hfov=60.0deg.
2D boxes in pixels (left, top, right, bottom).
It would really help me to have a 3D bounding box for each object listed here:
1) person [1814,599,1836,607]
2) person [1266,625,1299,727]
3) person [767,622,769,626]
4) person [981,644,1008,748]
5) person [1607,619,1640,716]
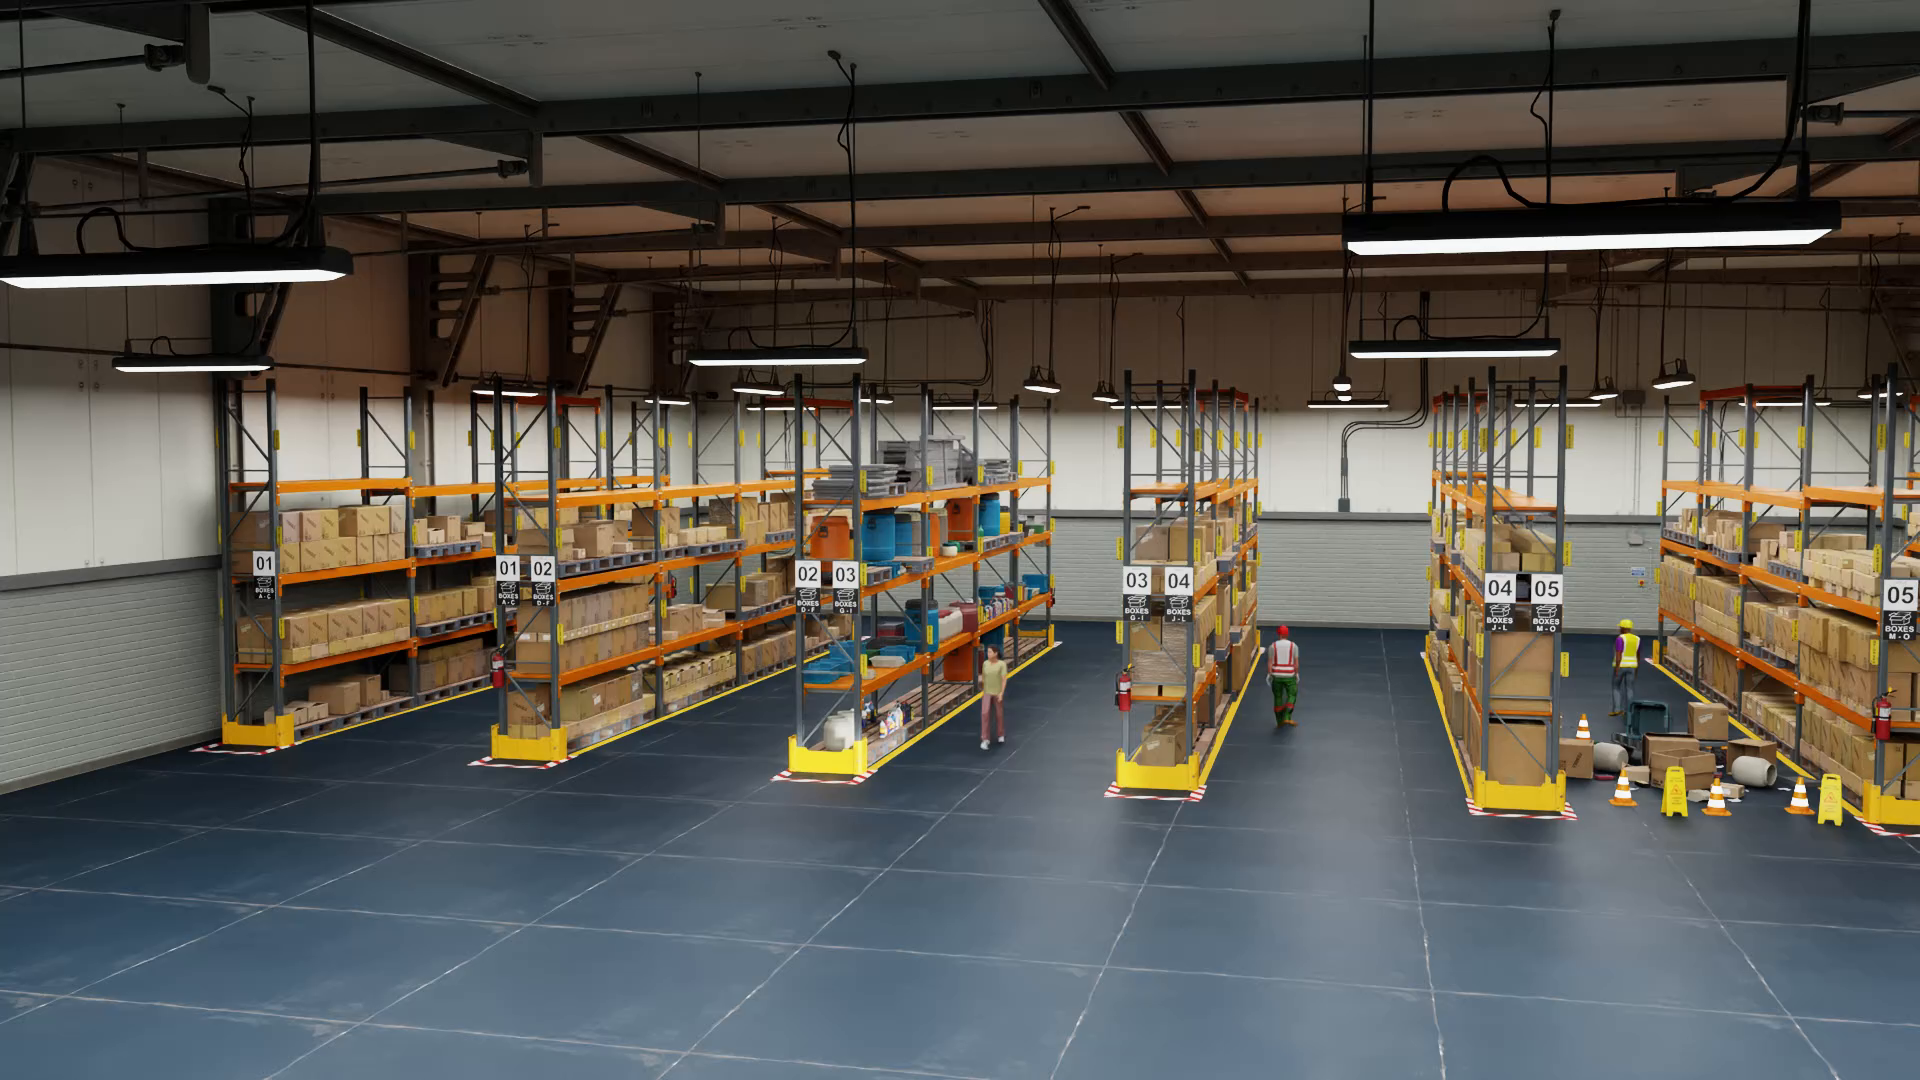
[{"bbox_3d":[20.871,1.723,40.127,0.991,1.737,0.546,0,3,-7],"label":"person"},{"bbox_3d":[5.620,2.375,28.986,0.552,1.790,0.543,1,4,17],"label":"person"},{"bbox_3d":[-5.015,1.699,41.135,0.492,1.676,0.460,3,5,41],"label":"person"},{"bbox_3d":[0.542,2.528,27.199,0.464,1.641,0.883,1,4,17],"label":"person"},{"bbox_3d":[12.050,2.344,30.028,0.532,1.809,0.602,0,3,5],"label":"person"}]
